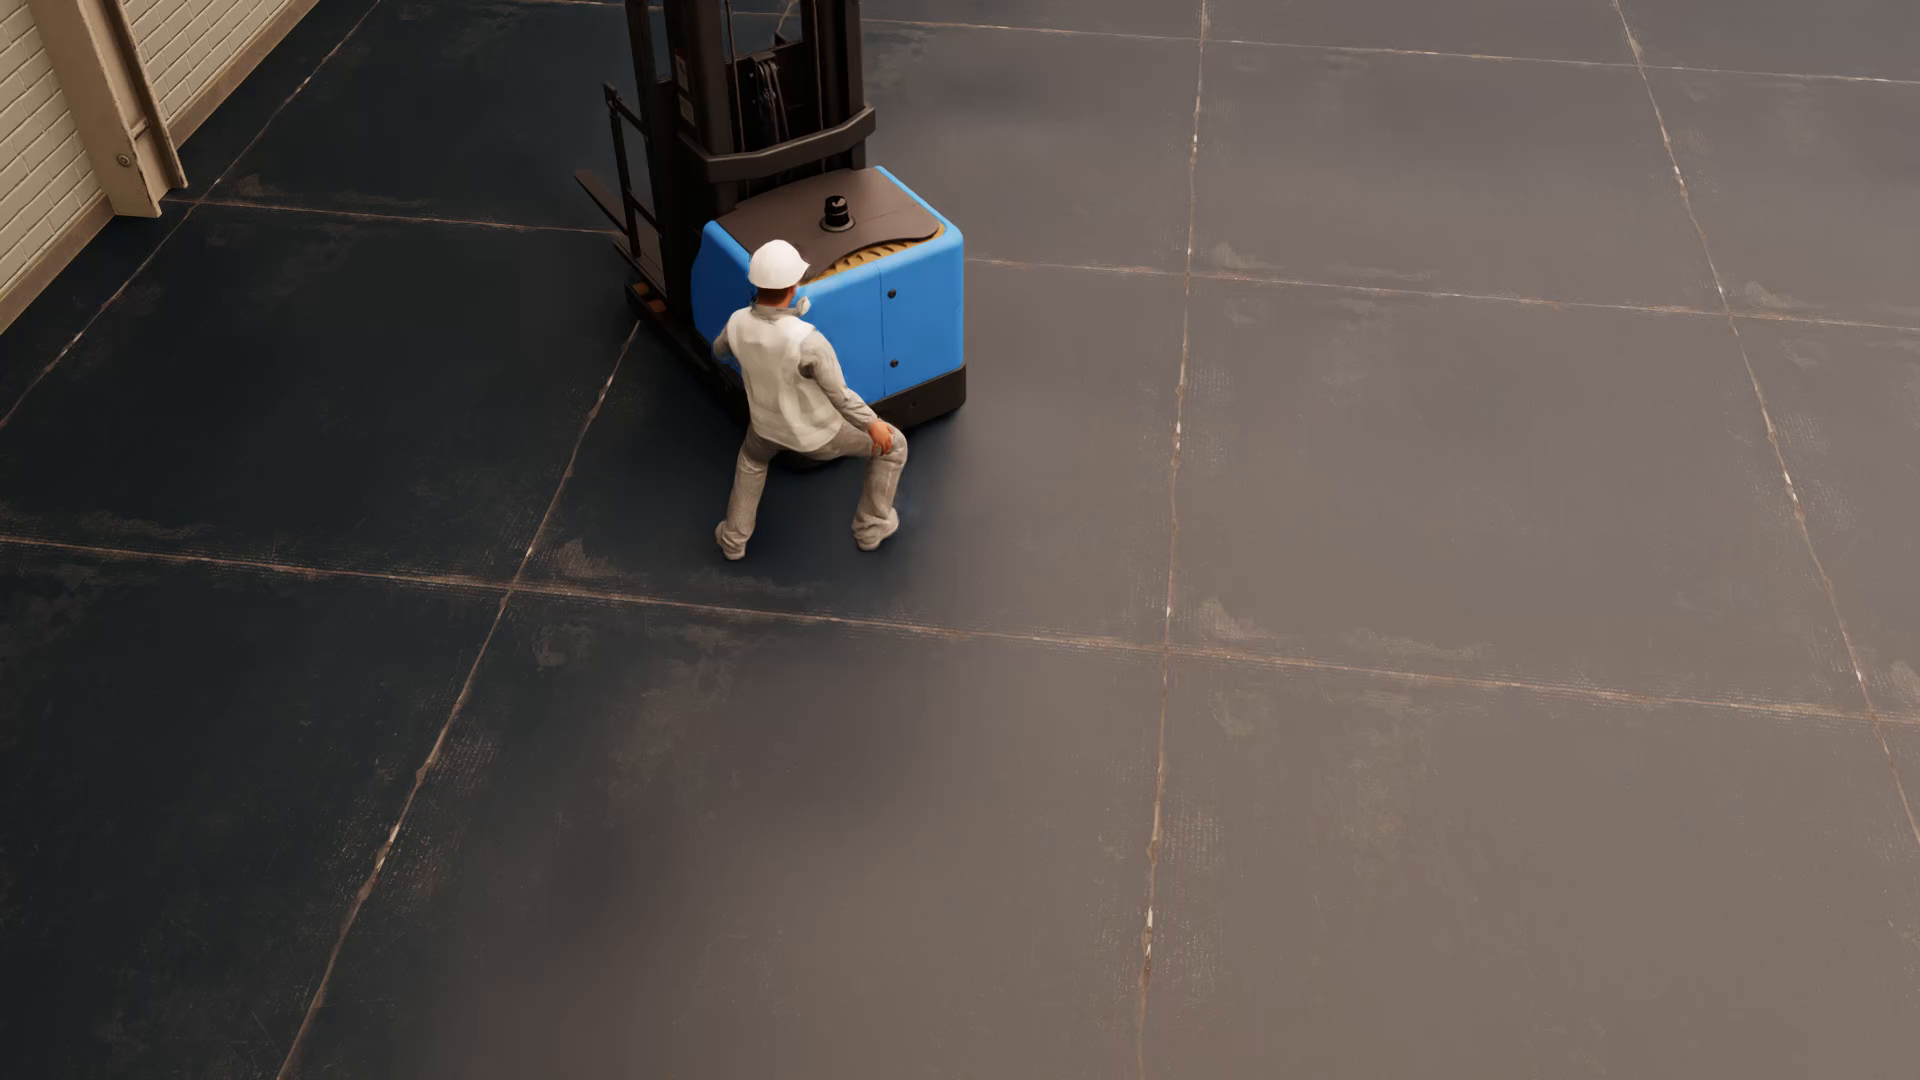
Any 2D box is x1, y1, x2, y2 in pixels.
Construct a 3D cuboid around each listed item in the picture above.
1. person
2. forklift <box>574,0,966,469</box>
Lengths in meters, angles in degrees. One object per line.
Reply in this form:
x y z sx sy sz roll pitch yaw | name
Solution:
-0.729 -0.614 7.372 0.937 1.651 0.673 23 47 23 | person
-1.201 -2.398 8.335 1.130 2.935 3.031 -24 48 -24 | forklift
